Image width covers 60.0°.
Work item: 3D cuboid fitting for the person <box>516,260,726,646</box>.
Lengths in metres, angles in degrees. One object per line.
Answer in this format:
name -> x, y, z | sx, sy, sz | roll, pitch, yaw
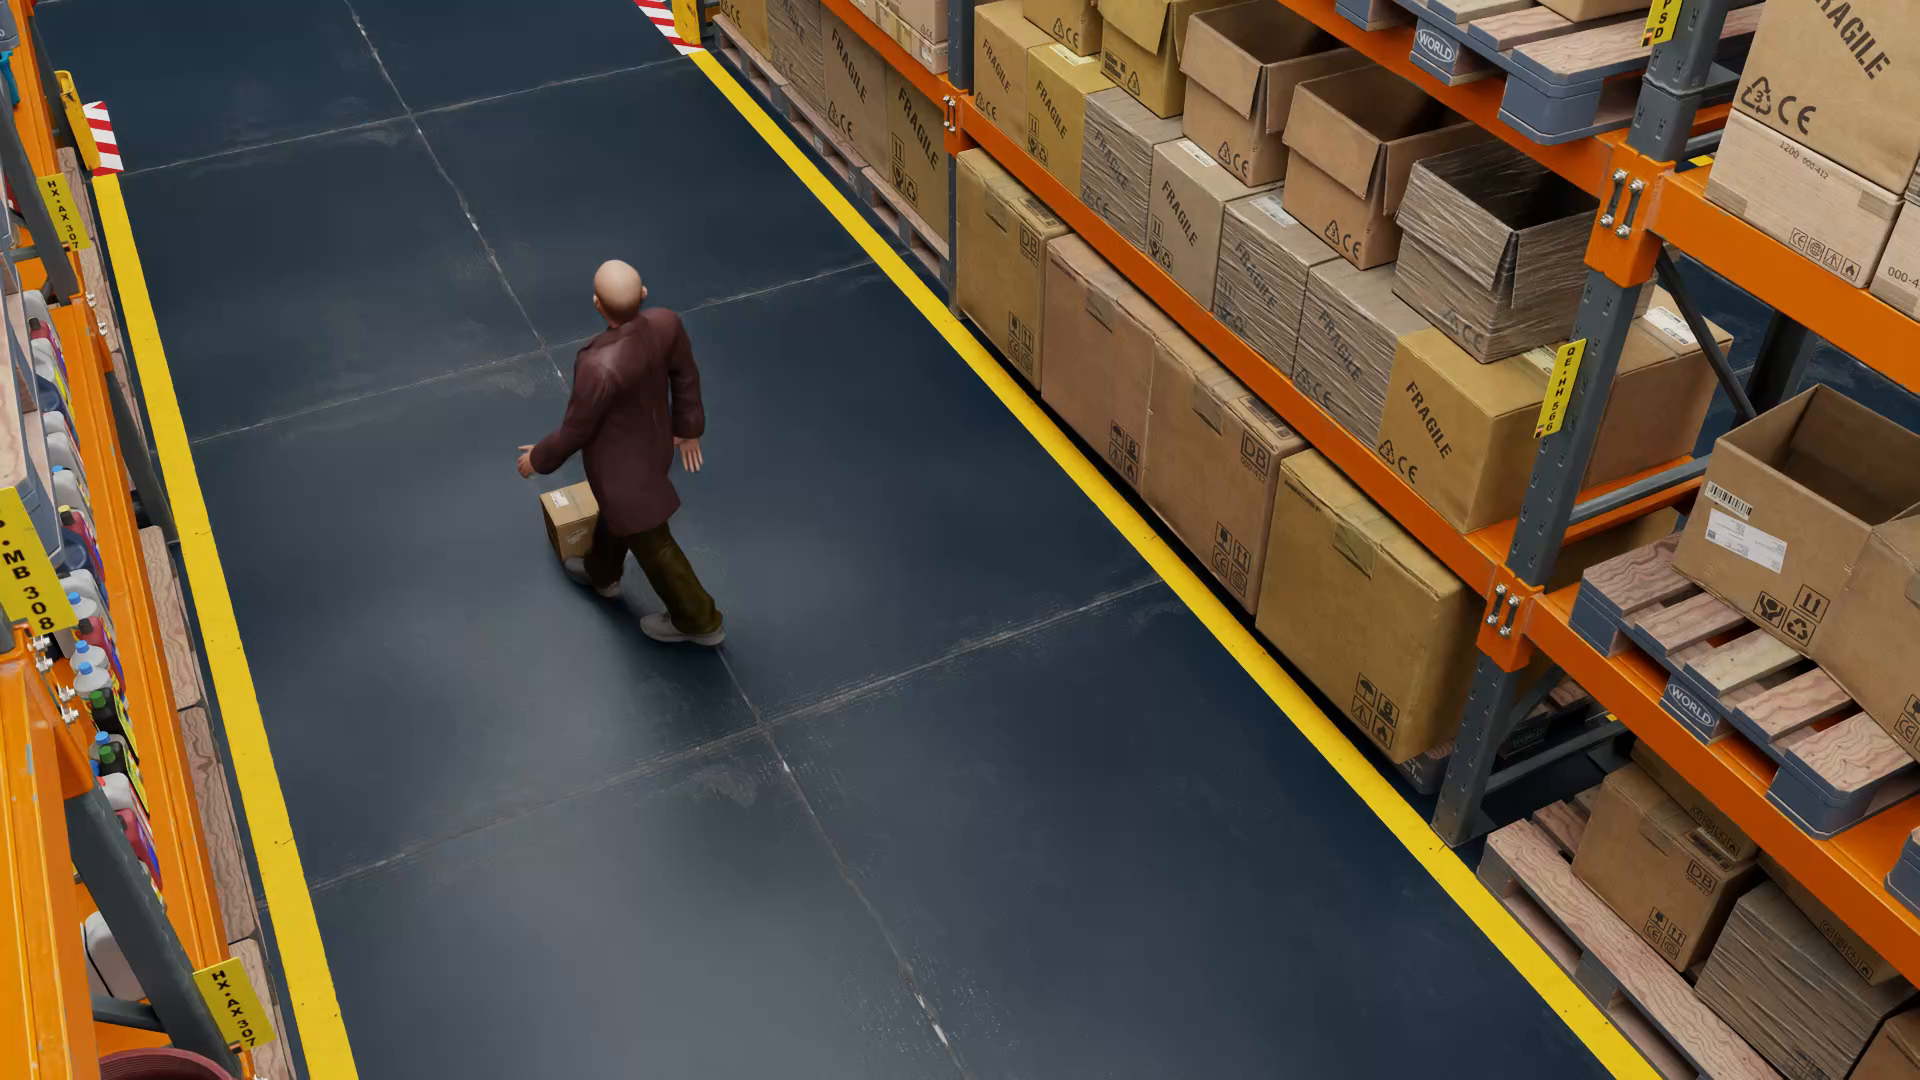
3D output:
person -> -1.388, -0.345, 6.560 | 0.899, 1.765, 0.606 | 15, 43, 17
